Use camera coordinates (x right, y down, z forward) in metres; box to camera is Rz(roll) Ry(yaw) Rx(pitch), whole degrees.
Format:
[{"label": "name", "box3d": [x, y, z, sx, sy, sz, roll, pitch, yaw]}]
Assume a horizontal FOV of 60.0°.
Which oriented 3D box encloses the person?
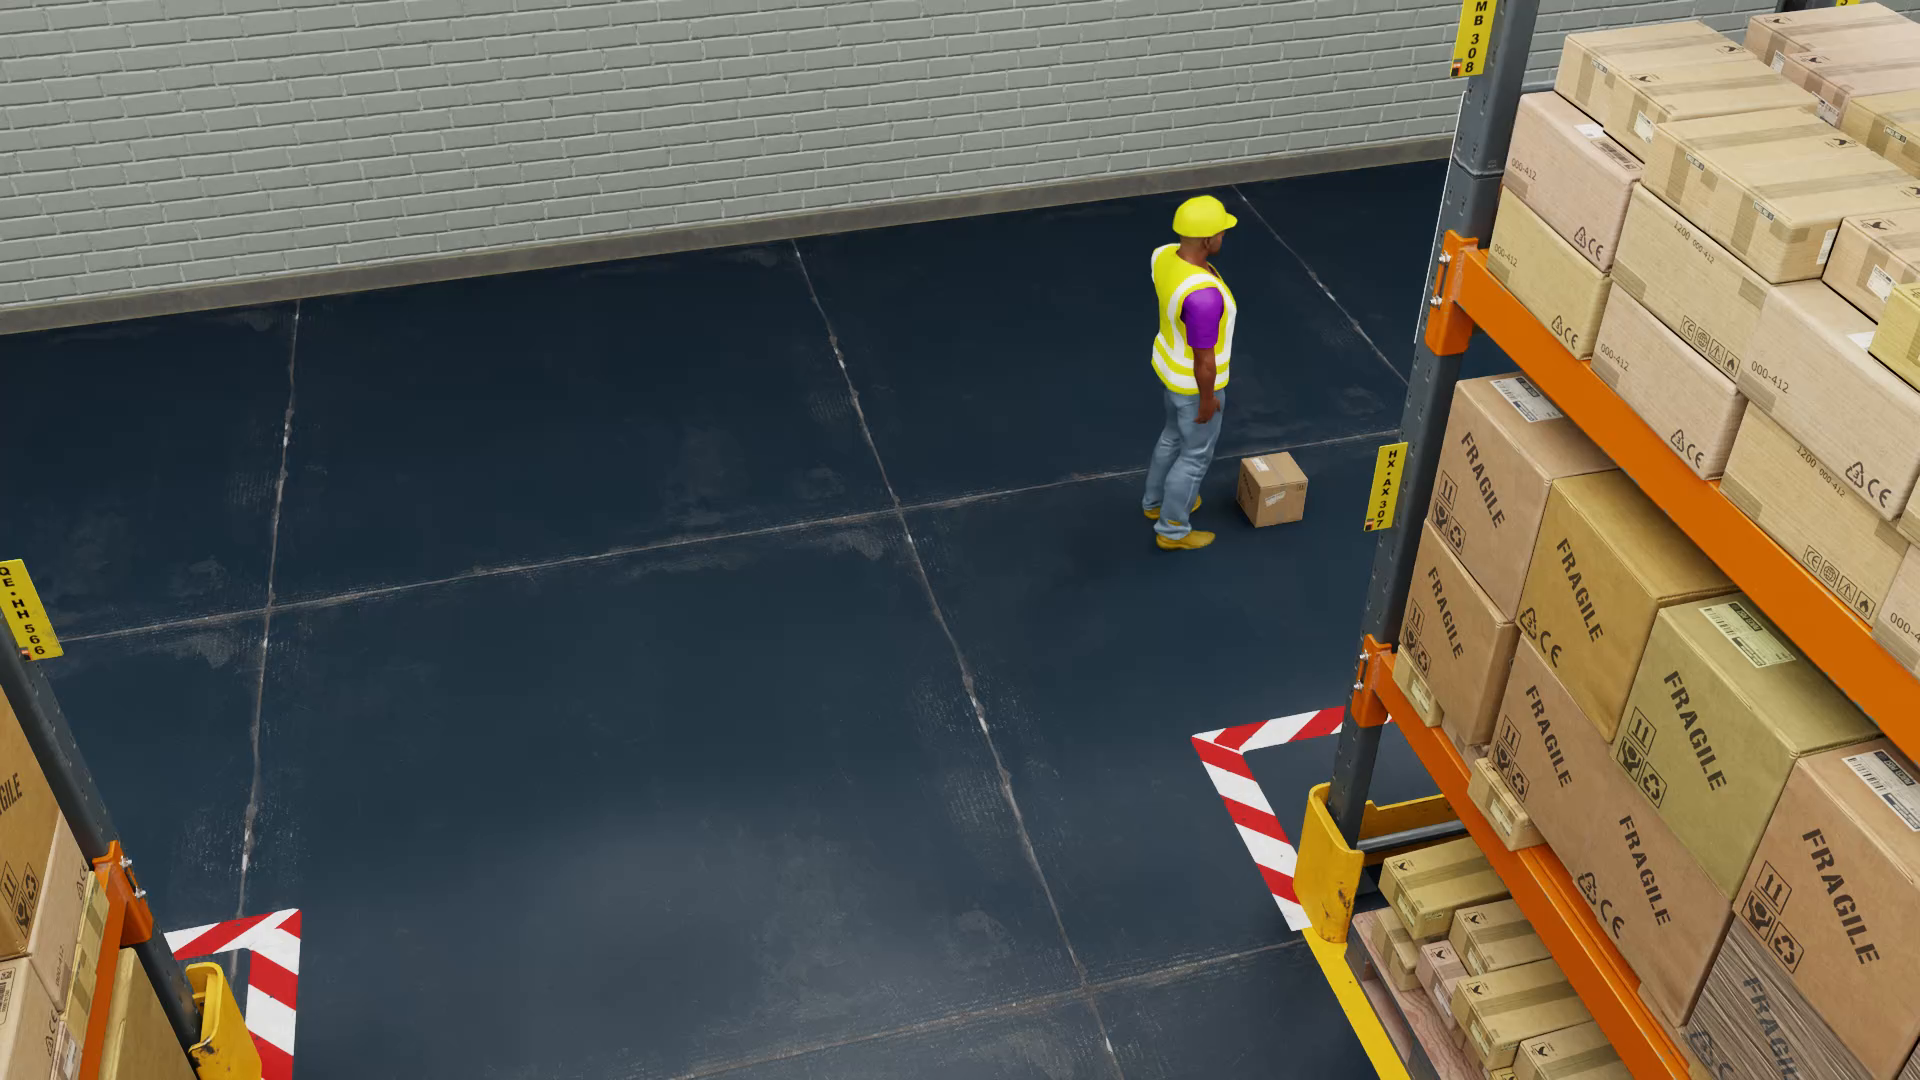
[{"label": "person", "box3d": [1.061, -0.767, 7.702, 0.361, 1.783, 0.562, -8, 39, -11]}]
